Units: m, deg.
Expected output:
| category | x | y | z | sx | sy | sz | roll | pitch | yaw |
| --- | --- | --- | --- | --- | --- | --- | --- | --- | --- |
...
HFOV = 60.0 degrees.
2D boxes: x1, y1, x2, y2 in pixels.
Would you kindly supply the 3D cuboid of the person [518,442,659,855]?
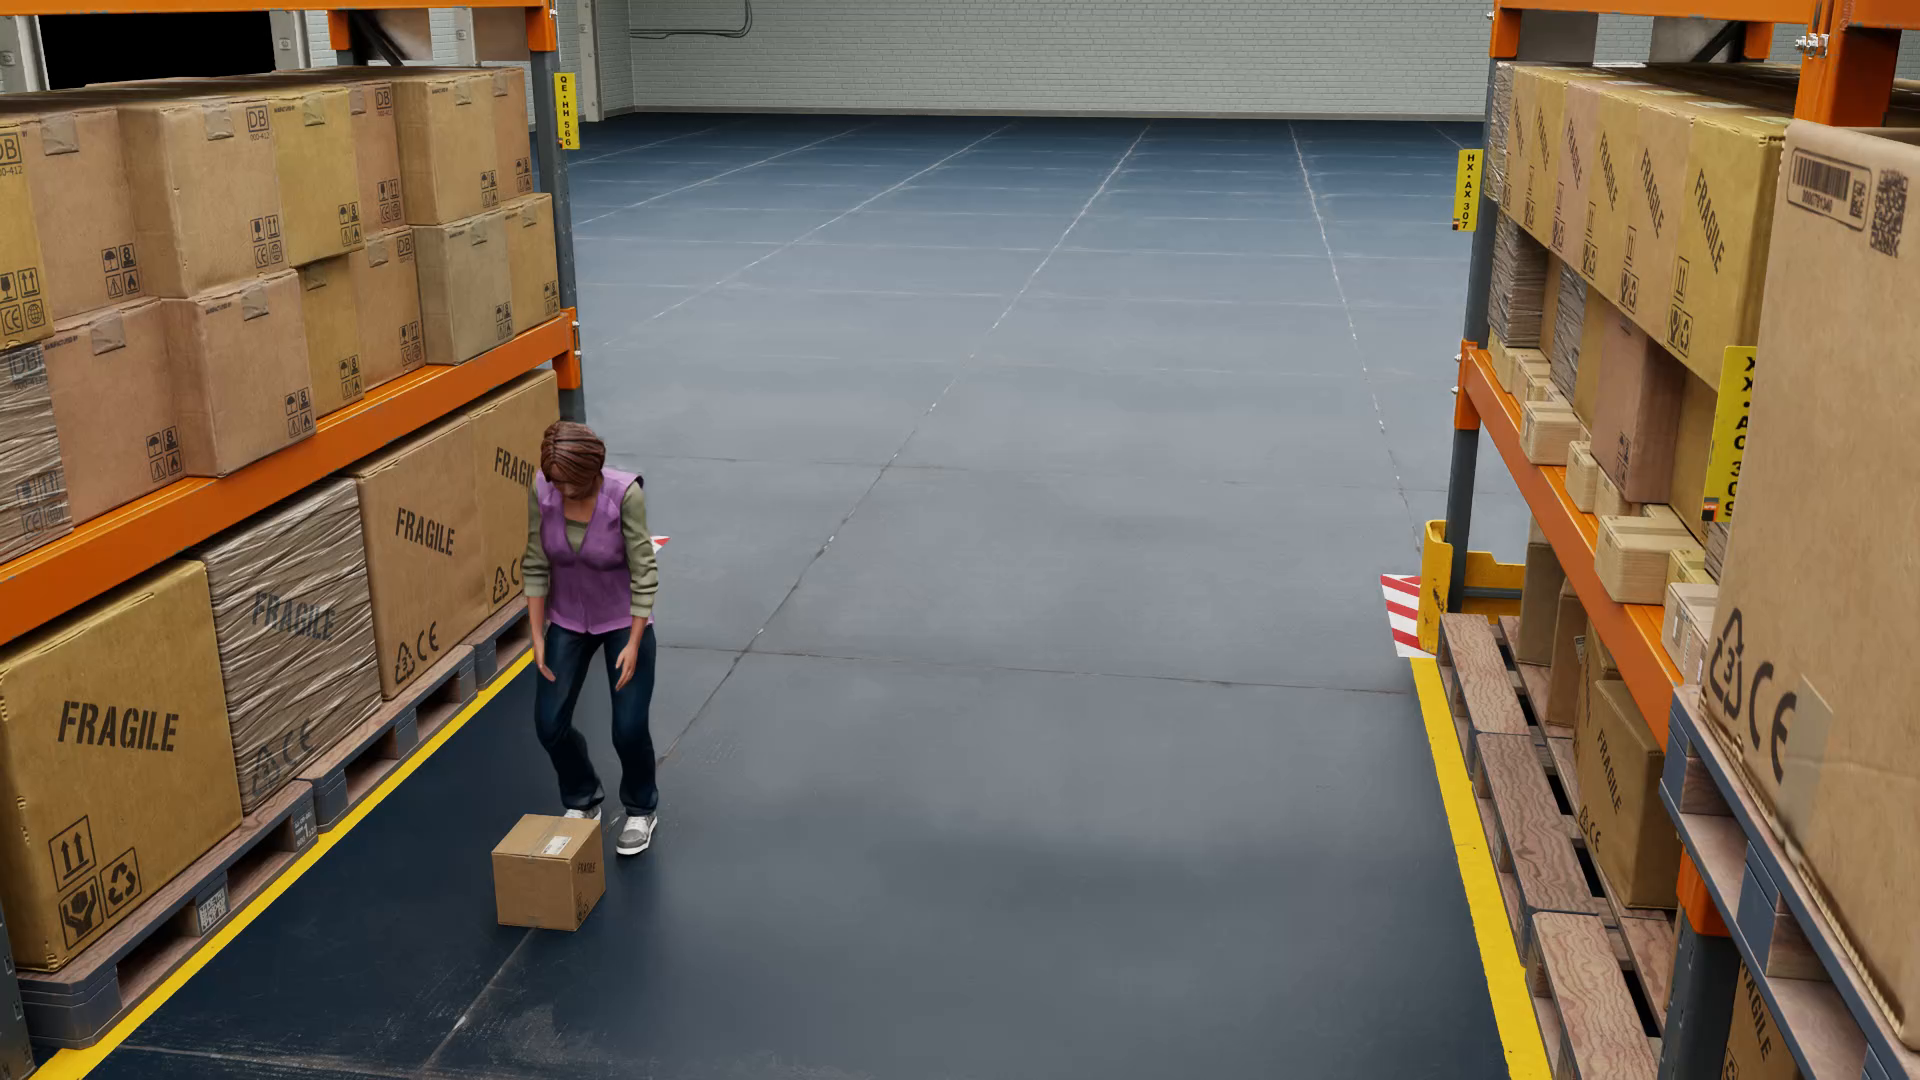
| category | x | y | z | sx | sy | sz | roll | pitch | yaw |
| --- | --- | --- | --- | --- | --- | --- | --- | --- | --- |
| person | -1.157 | 0.343 | 5.348 | 0.456 | 1.408 | 0.560 | 3 | 18 | 9 |
